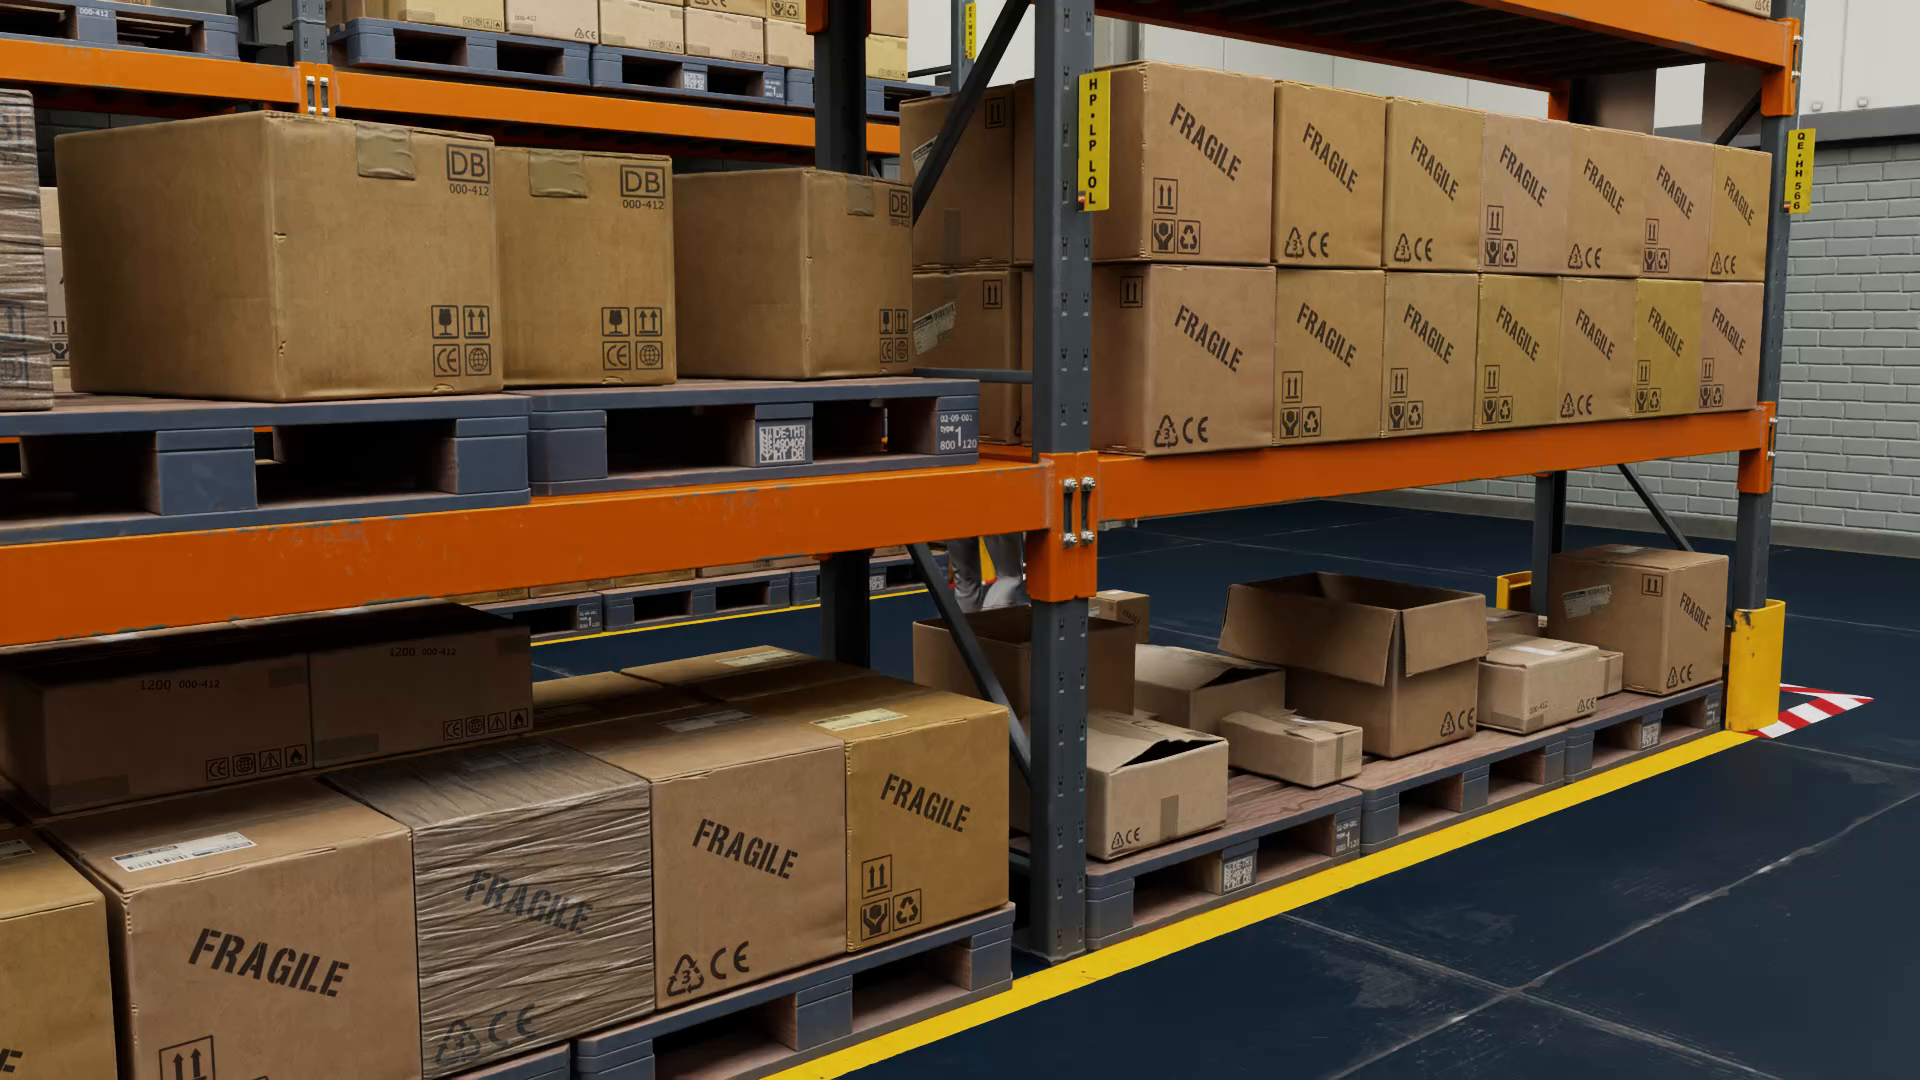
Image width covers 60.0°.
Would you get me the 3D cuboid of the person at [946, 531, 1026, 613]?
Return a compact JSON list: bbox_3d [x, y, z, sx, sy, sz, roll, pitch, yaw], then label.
[{"bbox_3d":[0.076,-0.174,7.395,0.493,1.670,0.680,2,8,13],"label":"person"}]
